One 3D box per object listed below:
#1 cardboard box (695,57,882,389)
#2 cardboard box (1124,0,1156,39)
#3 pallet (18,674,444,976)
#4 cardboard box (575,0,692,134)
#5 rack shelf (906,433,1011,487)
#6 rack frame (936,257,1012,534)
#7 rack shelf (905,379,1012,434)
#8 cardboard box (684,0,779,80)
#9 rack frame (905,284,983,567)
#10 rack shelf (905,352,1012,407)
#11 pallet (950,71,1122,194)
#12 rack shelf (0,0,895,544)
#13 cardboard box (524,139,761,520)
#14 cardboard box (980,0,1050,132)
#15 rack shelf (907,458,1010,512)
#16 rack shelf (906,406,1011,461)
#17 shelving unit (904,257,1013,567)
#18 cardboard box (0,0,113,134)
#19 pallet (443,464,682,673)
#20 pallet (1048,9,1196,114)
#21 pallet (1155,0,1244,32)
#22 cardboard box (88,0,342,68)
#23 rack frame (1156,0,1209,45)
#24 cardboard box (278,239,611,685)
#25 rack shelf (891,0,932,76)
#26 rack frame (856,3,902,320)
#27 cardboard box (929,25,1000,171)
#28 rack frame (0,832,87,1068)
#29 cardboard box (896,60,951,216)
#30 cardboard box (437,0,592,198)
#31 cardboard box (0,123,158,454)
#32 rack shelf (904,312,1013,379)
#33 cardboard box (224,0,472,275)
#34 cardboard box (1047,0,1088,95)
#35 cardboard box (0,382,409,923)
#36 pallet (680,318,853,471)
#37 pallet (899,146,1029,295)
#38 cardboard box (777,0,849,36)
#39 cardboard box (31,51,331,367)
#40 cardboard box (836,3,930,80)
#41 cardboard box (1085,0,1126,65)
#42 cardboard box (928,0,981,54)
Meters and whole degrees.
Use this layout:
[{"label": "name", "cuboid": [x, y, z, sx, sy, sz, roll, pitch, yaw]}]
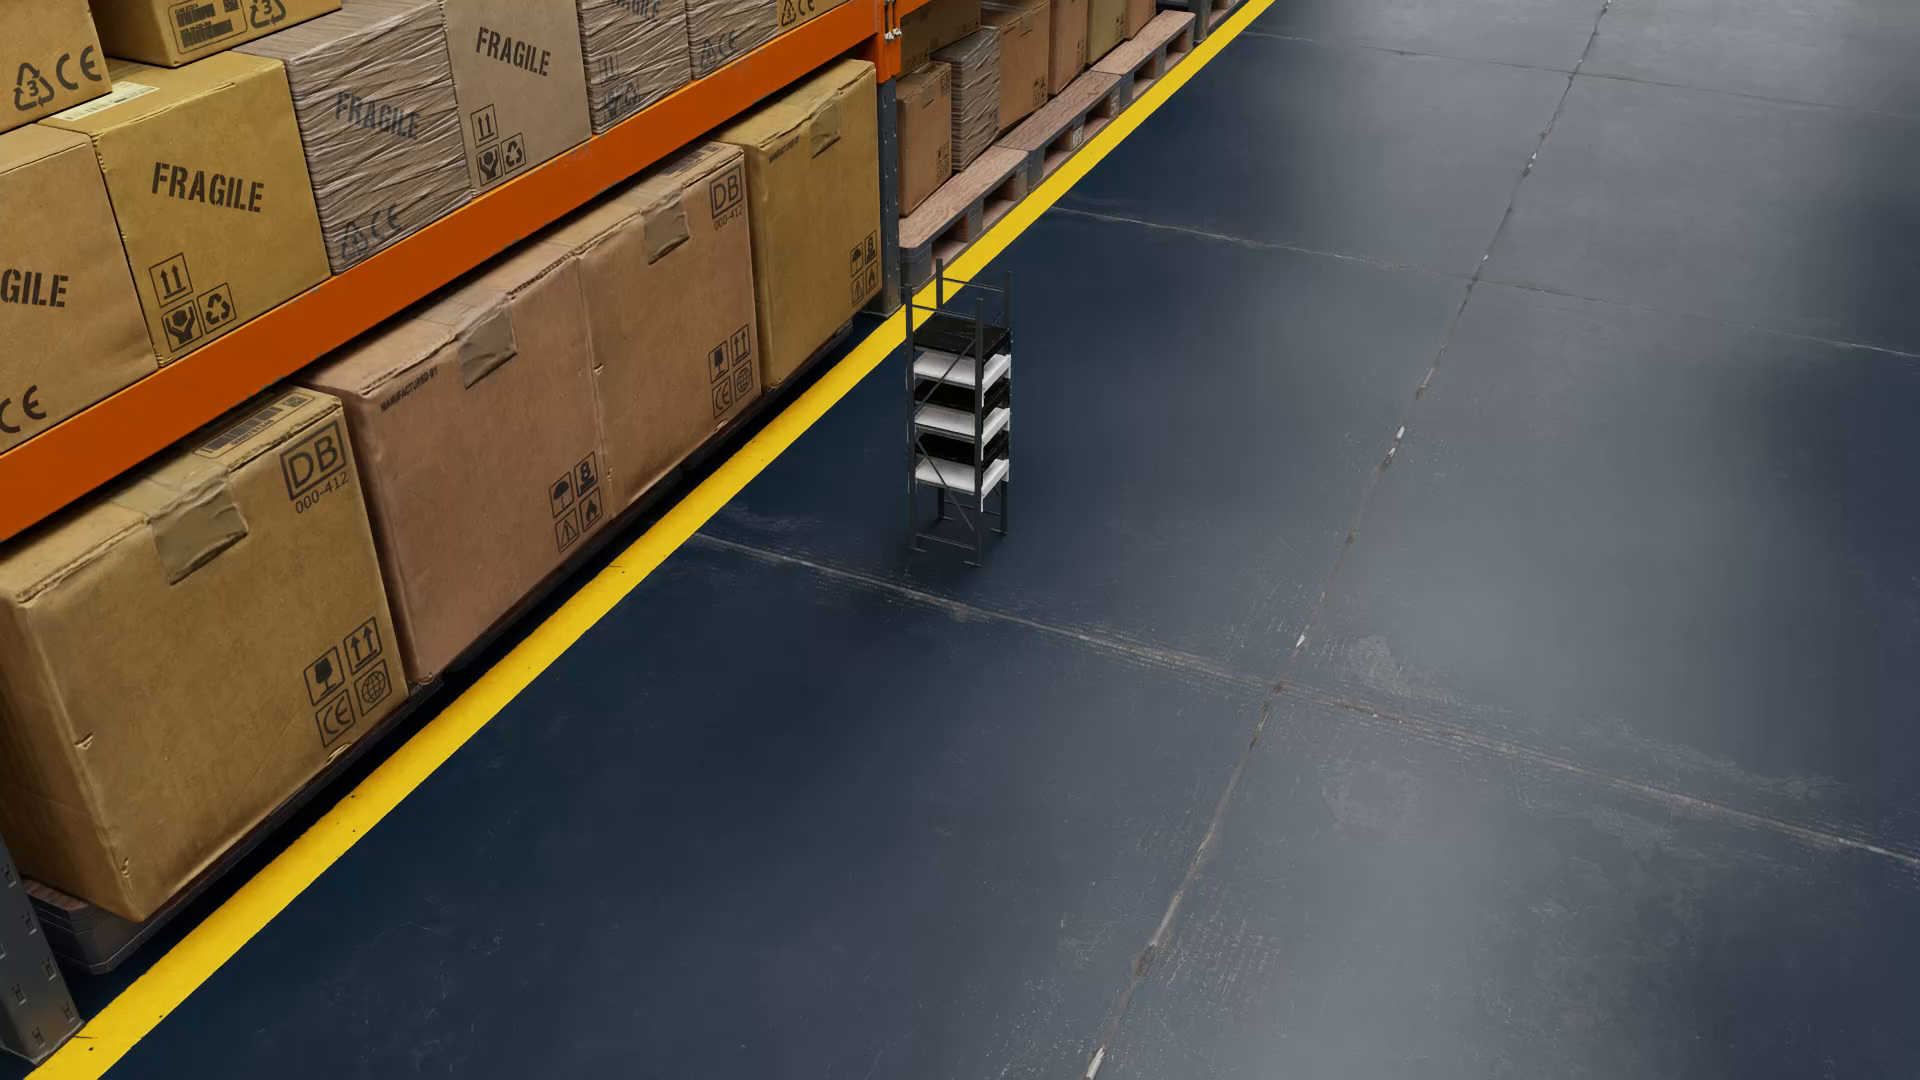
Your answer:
[{"label": "cardboard box", "cuboid": [-1.022, -1.217, 5.925, 1.225, 0.875, 0.875, 13, 35, 18]}, {"label": "cardboard box", "cuboid": [0.682, -3.099, 9.119, 0.700, 0.500, 0.500, 11, 35, 17]}, {"label": "pallet", "cuboid": [-2.134, 0.488, 4.313, 1.003, 0.211, 1.213, 14, 36, 20]}, {"label": "cardboard box", "cuboid": [-1.124, -1.502, 4.713, 0.500, 0.500, 0.500, 13, 35, 19]}, {"label": "rack shelf", "cuboid": [-0.003, -0.269, 5.065, 0.258, 0.077, 0.200, 14, 36, 20]}, {"label": "rack frame", "cuboid": [0.039, -0.423, 5.074, 0.240, 0.900, 0.006, 14, 36, 20]}, {"label": "rack shelf", "cuboid": [-0.003, -0.420, 4.966, 0.258, 0.077, 0.200, 14, 36, 20]}, {"label": "cardboard box", "cuboid": [-0.910, -1.761, 5.109, 0.500, 0.500, 0.500, 14, 36, 20]}, {"label": "rack frame", "cuboid": [-0.046, -0.322, 4.920, 0.240, 0.900, 0.006, 14, 36, 20]}, {"label": "rack shelf", "cuboid": [-0.003, -0.495, 4.917, 0.258, 0.077, 0.200, 14, 36, 20]}, {"label": "pallet", "cuboid": [0.125, -2.097, 8.255, 1.003, 0.211, 1.213, 14, 36, 20]}, {"label": "rack shelf", "cuboid": [-1.552, -0.972, 4.653, 1.077, 0.370, 4.000, 14, 36, 20]}, {"label": "cardboard box", "cuboid": [-1.402, -0.775, 5.251, 1.225, 0.875, 0.875, 14, 36, 21]}, {"label": "cardboard box", "cuboid": [-0.001, -2.309, 7.914, 0.700, 0.500, 0.500, 17, 37, 24]}, {"label": "rack shelf", "cuboid": [-0.003, -0.194, 5.114, 0.258, 0.077, 0.200, 14, 36, 20]}, {"label": "rack shelf", "cuboid": [-0.003, -0.344, 5.015, 0.258, 0.077, 0.200, 14, 36, 20]}, {"label": "shelving unit", "cuboid": [-0.003, -0.372, 4.997, 0.258, 0.900, 0.210, 14, 36, 20]}, {"label": "cardboard box", "cuboid": [-2.129, -1.058, 3.122, 0.797, 0.503, 0.637, 13, 36, 19]}, {"label": "pallet", "cuboid": [-1.625, -0.122, 5.243, 1.003, 0.211, 1.213, 14, 36, 20]}, {"label": "pallet", "cuboid": [0.634, -2.707, 9.185, 1.003, 0.211, 1.213, 14, 36, 20]}, {"label": "pallet", "cuboid": [1.208, -3.437, 10.300, 1.003, 0.211, 1.213, 14, 36, 20]}, {"label": "cardboard box", "cuboid": [-1.831, -1.397, 3.639, 0.797, 0.503, 0.637, 15, 36, 21]}, {"label": "rack frame", "cuboid": [0.959, -4.261, 9.013, 1.000, 3.000, 0.127, 14, 36, 20]}, {"label": "cardboard box", "cuboid": [-1.766, -0.332, 4.576, 1.225, 0.875, 0.875, 13, 35, 19]}, {"label": "rack shelf", "cuboid": [0.122, -2.964, 7.691, 1.077, 0.370, 4.000, 14, 36, 20]}, {"label": "rack frame", "cuboid": [-0.715, -2.269, 5.975, 1.000, 3.000, 0.127, 14, 36, 20]}, {"label": "cardboard box", "cuboid": [-0.232, -2.025, 7.481, 0.700, 0.500, 0.500, 11, 35, 17]}, {"label": "rack frame", "cuboid": [-2.388, -0.277, 2.936, 1.000, 3.000, 0.127, 14, 36, 20]}, {"label": "cardboard box", "cuboid": [-0.453, -1.746, 7.055, 0.700, 0.500, 0.500, 12, 35, 18]}, {"label": "cardboard box", "cuboid": [-1.338, -1.248, 4.327, 0.500, 0.500, 0.500, 15, 36, 21]}, {"label": "cardboard box", "cuboid": [-1.969, -0.490, 3.171, 0.500, 0.500, 0.500, 14, 36, 21]}, {"label": "rack shelf", "cuboid": [-0.003, -0.570, 4.867, 0.258, 0.077, 0.200, 14, 36, 20]}, {"label": "cardboard box", "cuboid": [-1.549, -0.990, 3.933, 0.500, 0.500, 0.500, 13, 36, 19]}, {"label": "cardboard box", "cuboid": [0.232, -2.587, 8.338, 0.700, 0.500, 0.500, 11, 35, 16]}, {"label": "cardboard box", "cuboid": [-2.139, 0.113, 3.897, 1.225, 0.875, 0.875, 14, 36, 21]}, {"label": "pallet", "cuboid": [-1.113, -0.727, 6.167, 1.003, 0.211, 1.213, 14, 36, 20]}, {"label": "pallet", "cuboid": [-0.386, -1.492, 7.332, 1.003, 0.211, 1.213, 14, 36, 20]}, {"label": "cardboard box", "cuboid": [-0.696, -2.008, 5.486, 0.500, 0.500, 0.500, 15, 36, 22]}, {"label": "cardboard box", "cuboid": [-1.759, -0.741, 3.553, 0.500, 0.500, 0.500, 14, 36, 21]}, {"label": "cardboard box", "cuboid": [-0.462, -2.062, 6.853, 0.500, 0.250, 0.500, 16, 36, 22]}, {"label": "cardboard box", "cuboid": [0.466, -2.866, 8.763, 0.700, 0.500, 0.500, 14, 36, 20]}, {"label": "cardboard box", "cuboid": [-0.249, -2.328, 7.260, 0.500, 0.250, 0.500, 18, 37, 26]}]
